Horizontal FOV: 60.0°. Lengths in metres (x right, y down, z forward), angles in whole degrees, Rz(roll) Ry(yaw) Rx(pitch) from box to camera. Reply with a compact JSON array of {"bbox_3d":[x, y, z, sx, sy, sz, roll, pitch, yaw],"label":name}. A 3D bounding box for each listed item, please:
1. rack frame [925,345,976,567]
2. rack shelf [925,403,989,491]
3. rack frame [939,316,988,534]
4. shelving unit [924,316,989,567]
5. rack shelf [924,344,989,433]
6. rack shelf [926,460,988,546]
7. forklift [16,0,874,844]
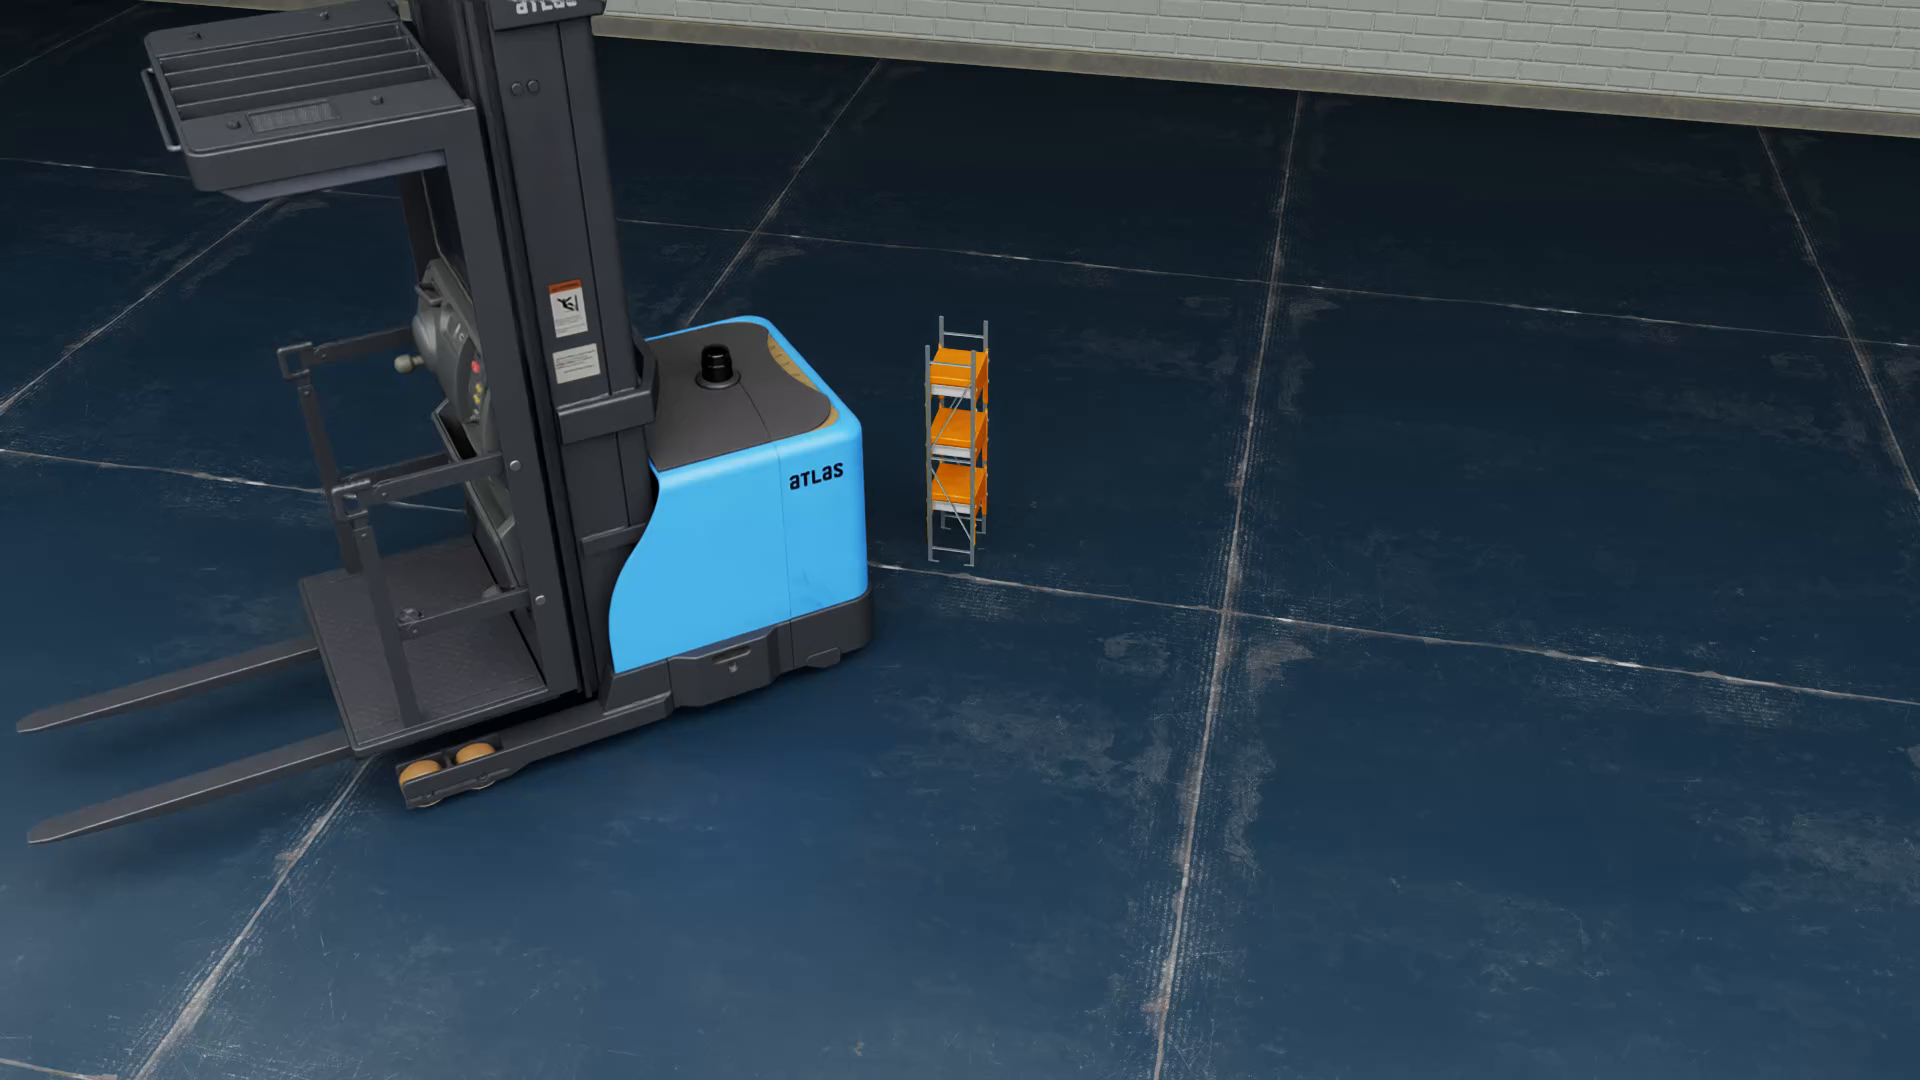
[{"bbox_3d":[-0.038,-0.324,6.803,0.200,1.050,0.008,7,37,10],"label":"rack frame"},{"bbox_3d":[-0.011,-0.386,6.906,0.215,0.259,0.240,7,37,10],"label":"rack shelf"},{"bbox_3d":[0.015,-0.464,6.996,0.200,1.050,0.008,7,37,10],"label":"rack frame"},{"bbox_3d":[-0.011,-0.394,6.900,0.215,1.050,0.252,7,37,10],"label":"shelving unit"},{"bbox_3d":[-0.011,-0.616,6.739,0.215,0.259,0.240,7,37,10],"label":"rack shelf"},{"bbox_3d":[-0.011,-0.161,7.069,0.215,0.259,0.240,7,37,10],"label":"rack shelf"},{"bbox_3d":[-1.891,-0.590,5.566,3.031,2.935,1.130,-17,39,-22],"label":"forklift"}]
